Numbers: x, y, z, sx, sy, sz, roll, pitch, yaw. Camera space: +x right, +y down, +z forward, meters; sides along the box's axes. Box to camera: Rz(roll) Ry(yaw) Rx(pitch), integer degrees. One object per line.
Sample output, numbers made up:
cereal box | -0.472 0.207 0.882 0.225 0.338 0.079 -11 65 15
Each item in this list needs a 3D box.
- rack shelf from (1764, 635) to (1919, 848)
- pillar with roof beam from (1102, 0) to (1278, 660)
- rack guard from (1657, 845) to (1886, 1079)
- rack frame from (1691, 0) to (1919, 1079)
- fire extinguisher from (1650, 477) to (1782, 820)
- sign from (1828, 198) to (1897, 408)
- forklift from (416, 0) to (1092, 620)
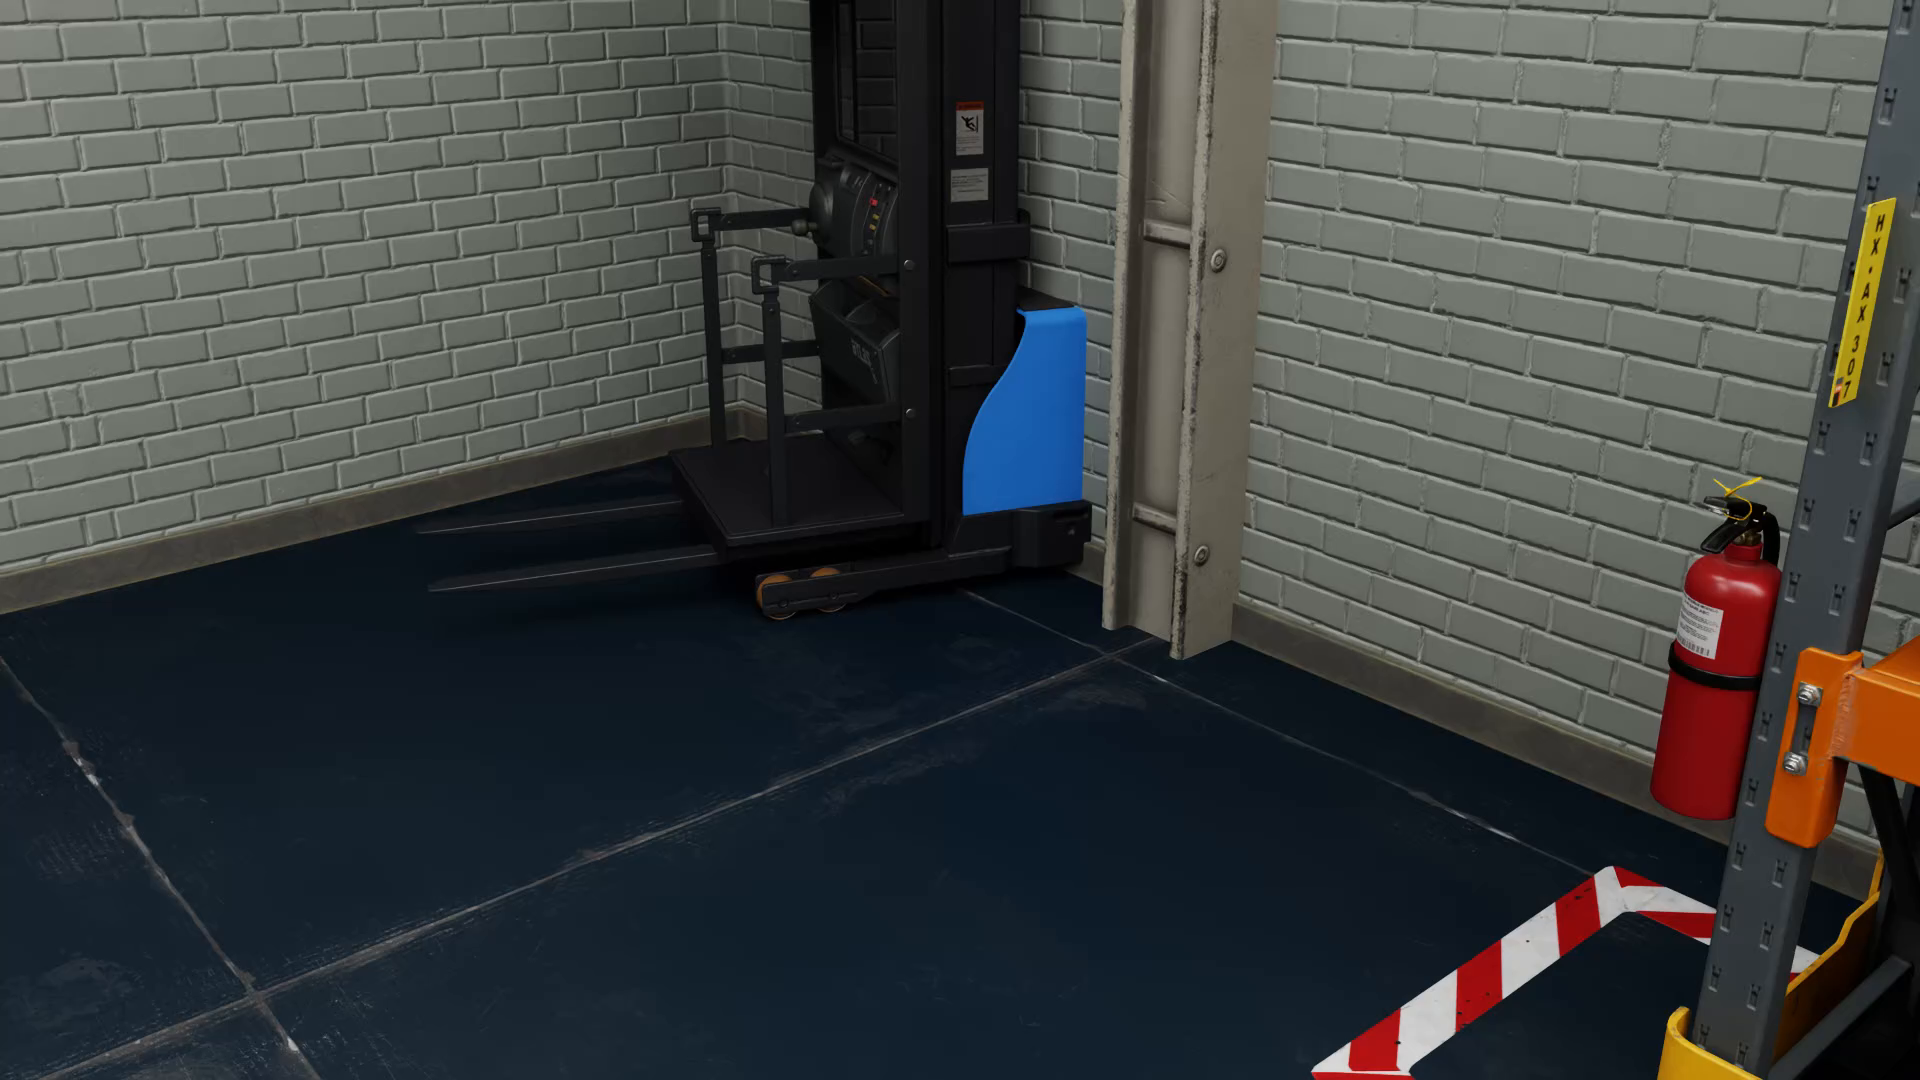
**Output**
rack shelf | 3.150 0.787 1.848 1.077 0.370 4.000 -17 27 -37
pillar with roof beam | -2.494 -2.829 1.867 9.100 9.000 0.400 -17 27 -37
rack guard | 1.894 1.084 3.530 1.175 0.500 0.348 -17 27 -37
rack frame | 1.845 -0.101 3.128 1.000 3.000 0.127 -17 27 -37
fire extinguisher | 1.398 0.178 3.033 0.296 0.674 0.183 -17 27 -37
sign | 1.434 -0.375 2.640 0.100 0.325 0.005 -17 27 -37
forklift | -0.590 -1.284 6.243 3.031 2.935 1.130 -8 23 -19
